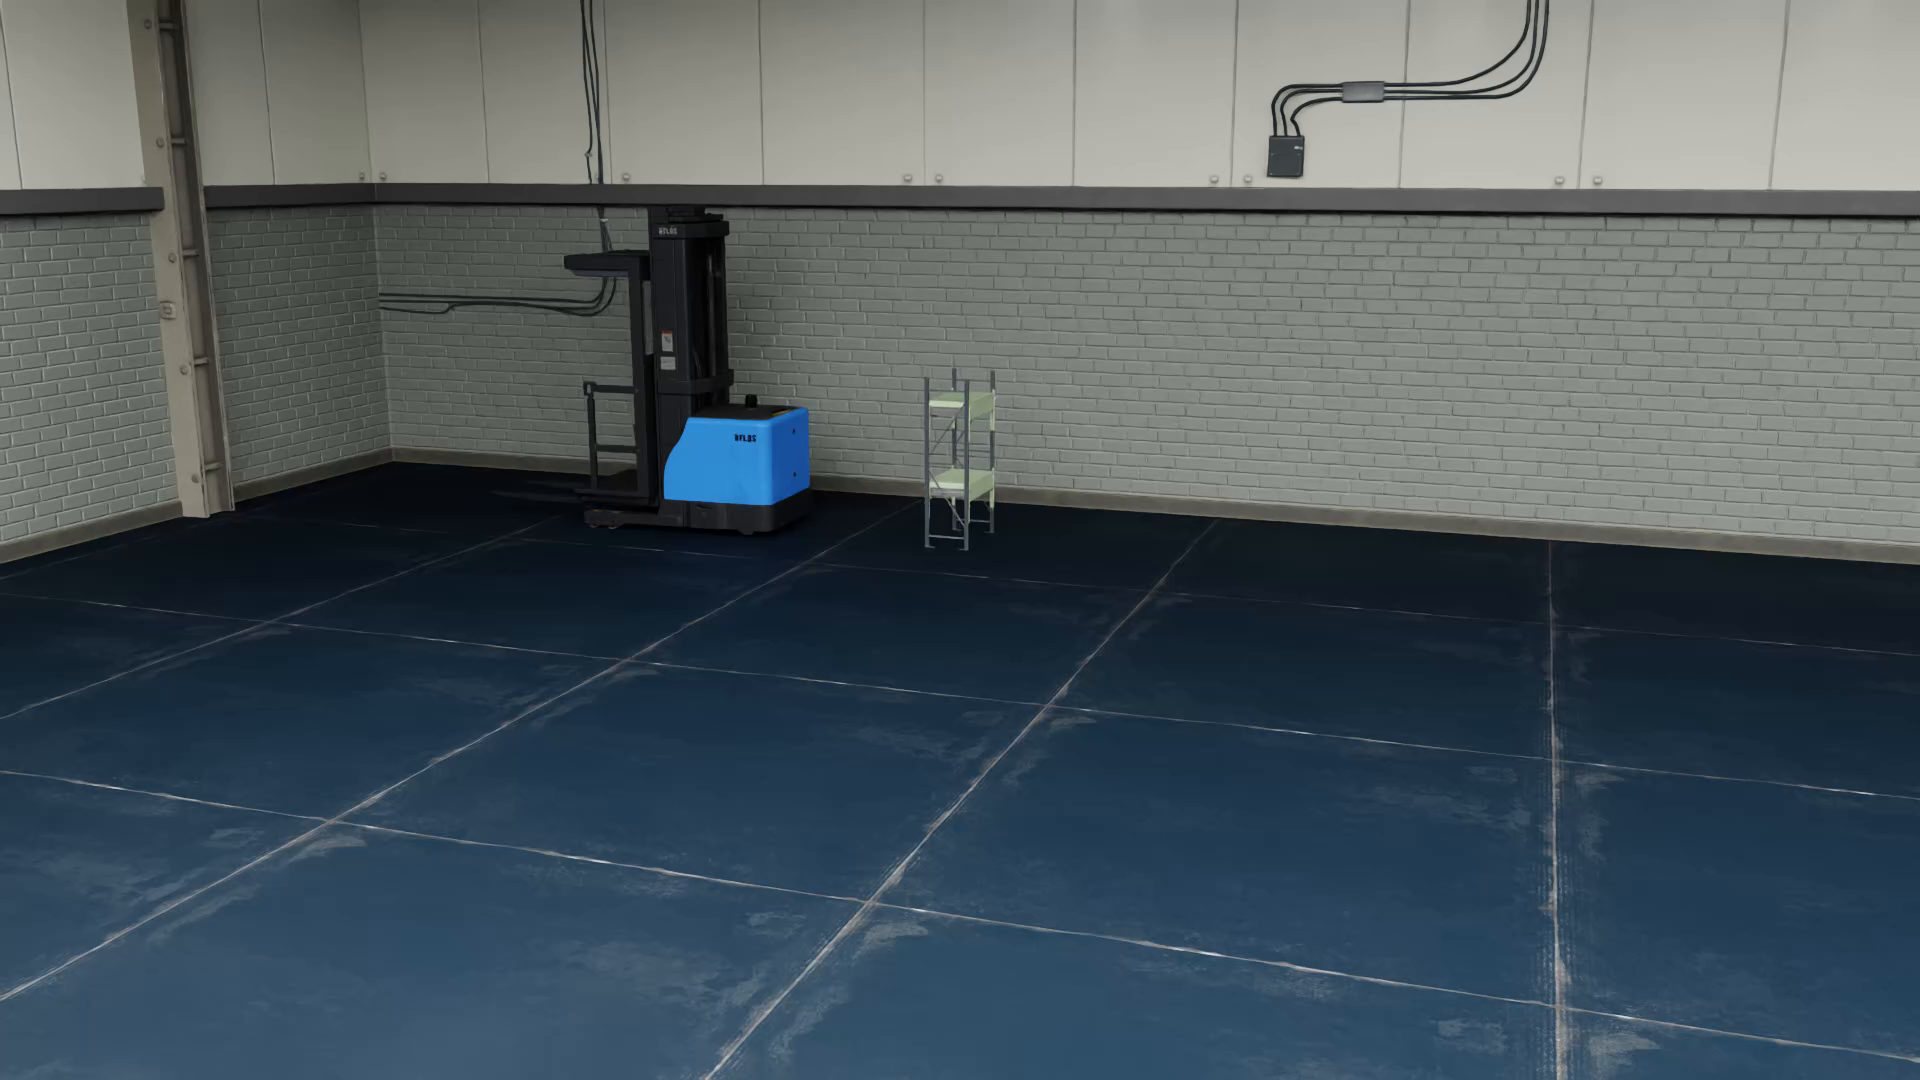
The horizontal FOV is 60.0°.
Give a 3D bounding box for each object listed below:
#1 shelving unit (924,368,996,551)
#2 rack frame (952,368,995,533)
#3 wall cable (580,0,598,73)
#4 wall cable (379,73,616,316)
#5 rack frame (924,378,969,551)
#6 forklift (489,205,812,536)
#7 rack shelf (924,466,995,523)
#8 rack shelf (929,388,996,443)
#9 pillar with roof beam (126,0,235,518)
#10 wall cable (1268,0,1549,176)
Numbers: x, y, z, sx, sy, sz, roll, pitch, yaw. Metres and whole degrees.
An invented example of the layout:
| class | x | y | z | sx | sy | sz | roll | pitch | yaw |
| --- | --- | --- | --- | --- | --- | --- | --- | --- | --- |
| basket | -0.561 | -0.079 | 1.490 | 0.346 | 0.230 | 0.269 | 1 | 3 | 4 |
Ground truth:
| class | x | y | z | sx | sy | sz | roll | pitch | yaw |
| --- | --- | --- | --- | --- | --- | --- | --- | --- | --- |
| shelving unit | 0.002 | -0.733 | 14.827 | 0.431 | 1.500 | 0.755 | 4 | 14 | 18 |
| rack frame | 0.121 | -0.810 | 15.165 | 0.400 | 1.500 | 0.023 | 4 | 14 | 18 |
| wall cable | -2.532 | -5.929 | 16.370 | 3.097 | 2.526 | 0.112 | 4 | 14 | 18 |
| wall cable | -5.092 | -3.661 | 17.785 | 3.097 | 2.526 | 0.112 | 4 | 14 | 18 |
| rack frame | -0.116 | -0.656 | 14.490 | 0.400 | 1.500 | 0.023 | 4 | 14 | 18 |
| forklift | -2.987 | -1.638 | 15.578 | 3.031 | 2.935 | 1.130 | 4 | 13 | 17 |
| rack shelf | 0.002 | -0.415 | 14.900 | 0.431 | 0.370 | 0.720 | 4 | 14 | 18 |
| rack shelf | 0.002 | -1.113 | 14.740 | 0.431 | 0.370 | 0.720 | 4 | 14 | 18 |
| pillar with roof beam | -3.223 | -4.340 | 13.781 | 9.100 | 9.000 | 0.400 | 4 | 14 | 18 |
| wall cable | 3.886 | -6.146 | 14.052 | 2.305 | 6.003 | 0.169 | 4 | 14 | 18 |
